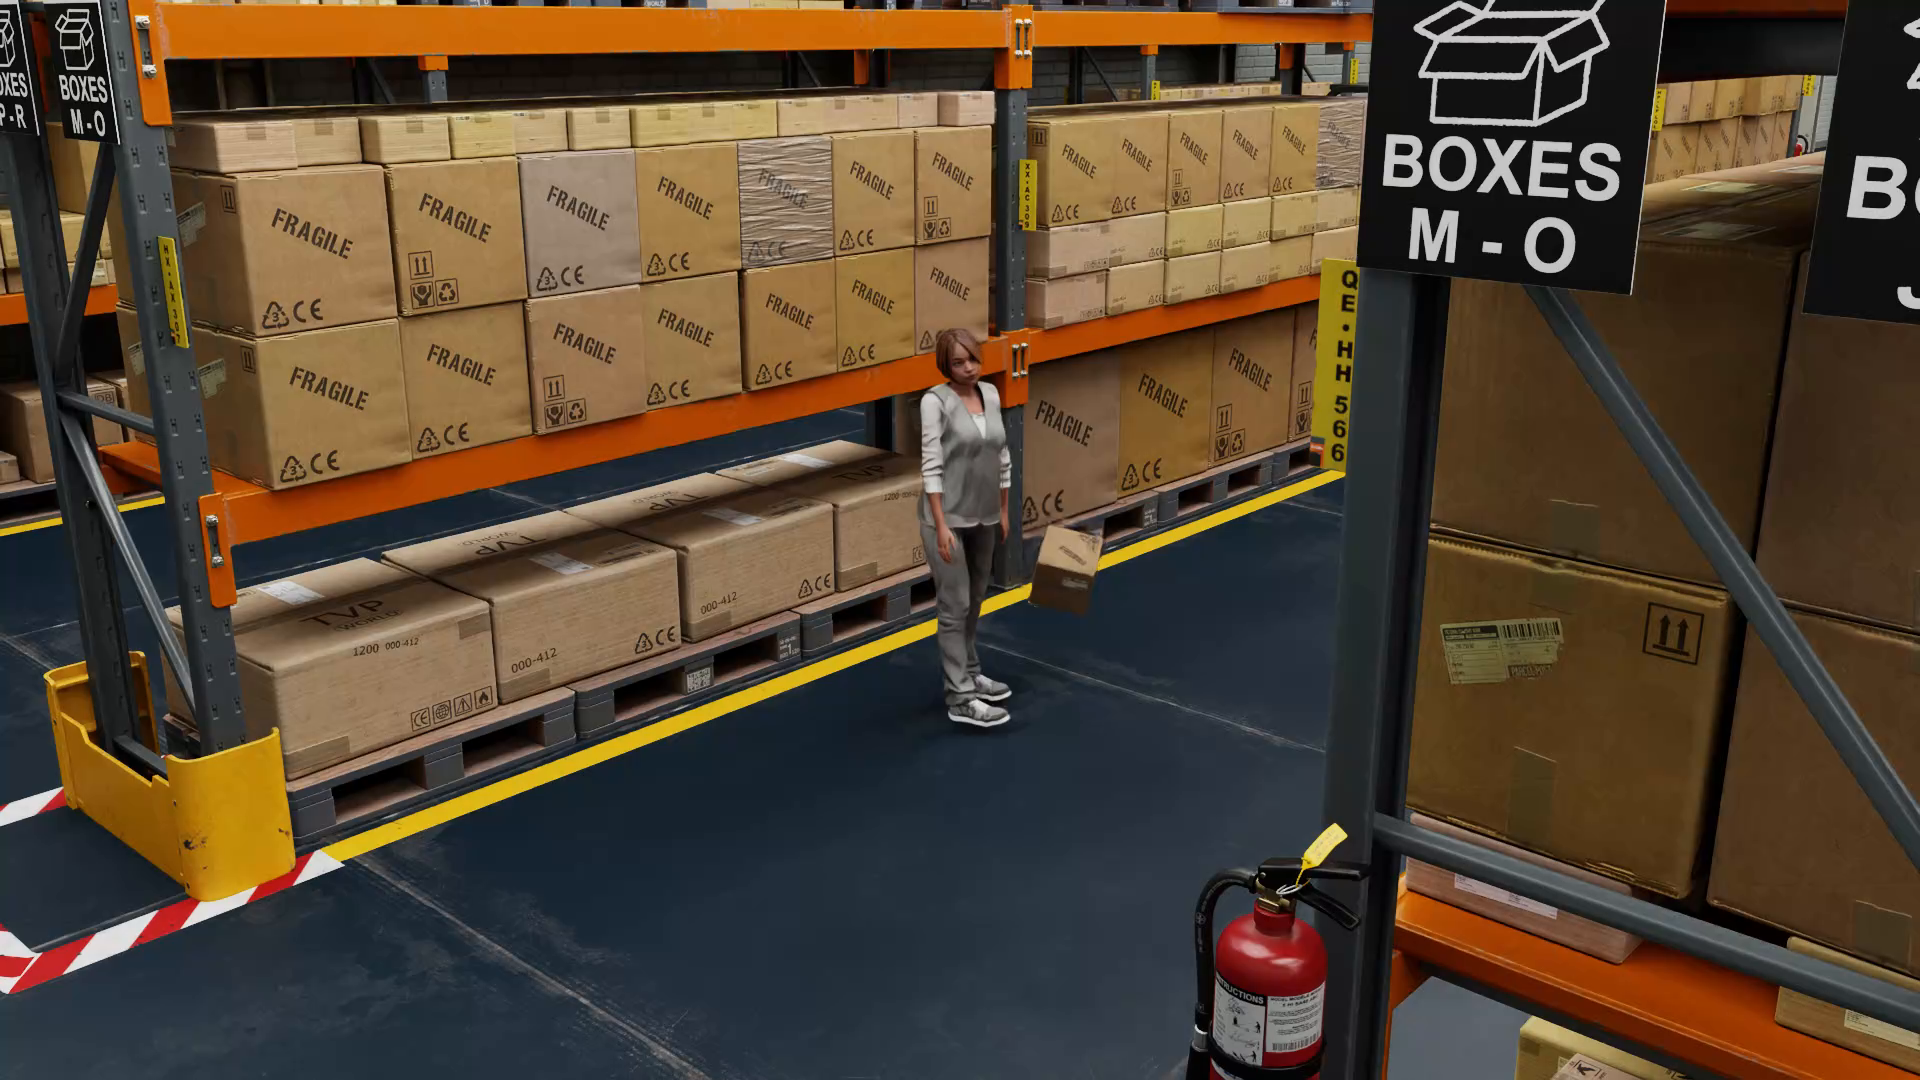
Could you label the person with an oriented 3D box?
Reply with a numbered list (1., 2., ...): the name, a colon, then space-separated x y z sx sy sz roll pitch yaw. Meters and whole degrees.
1. person: 0.064 -0.049 6.647 0.466 1.603 0.484 -16 23 -42
